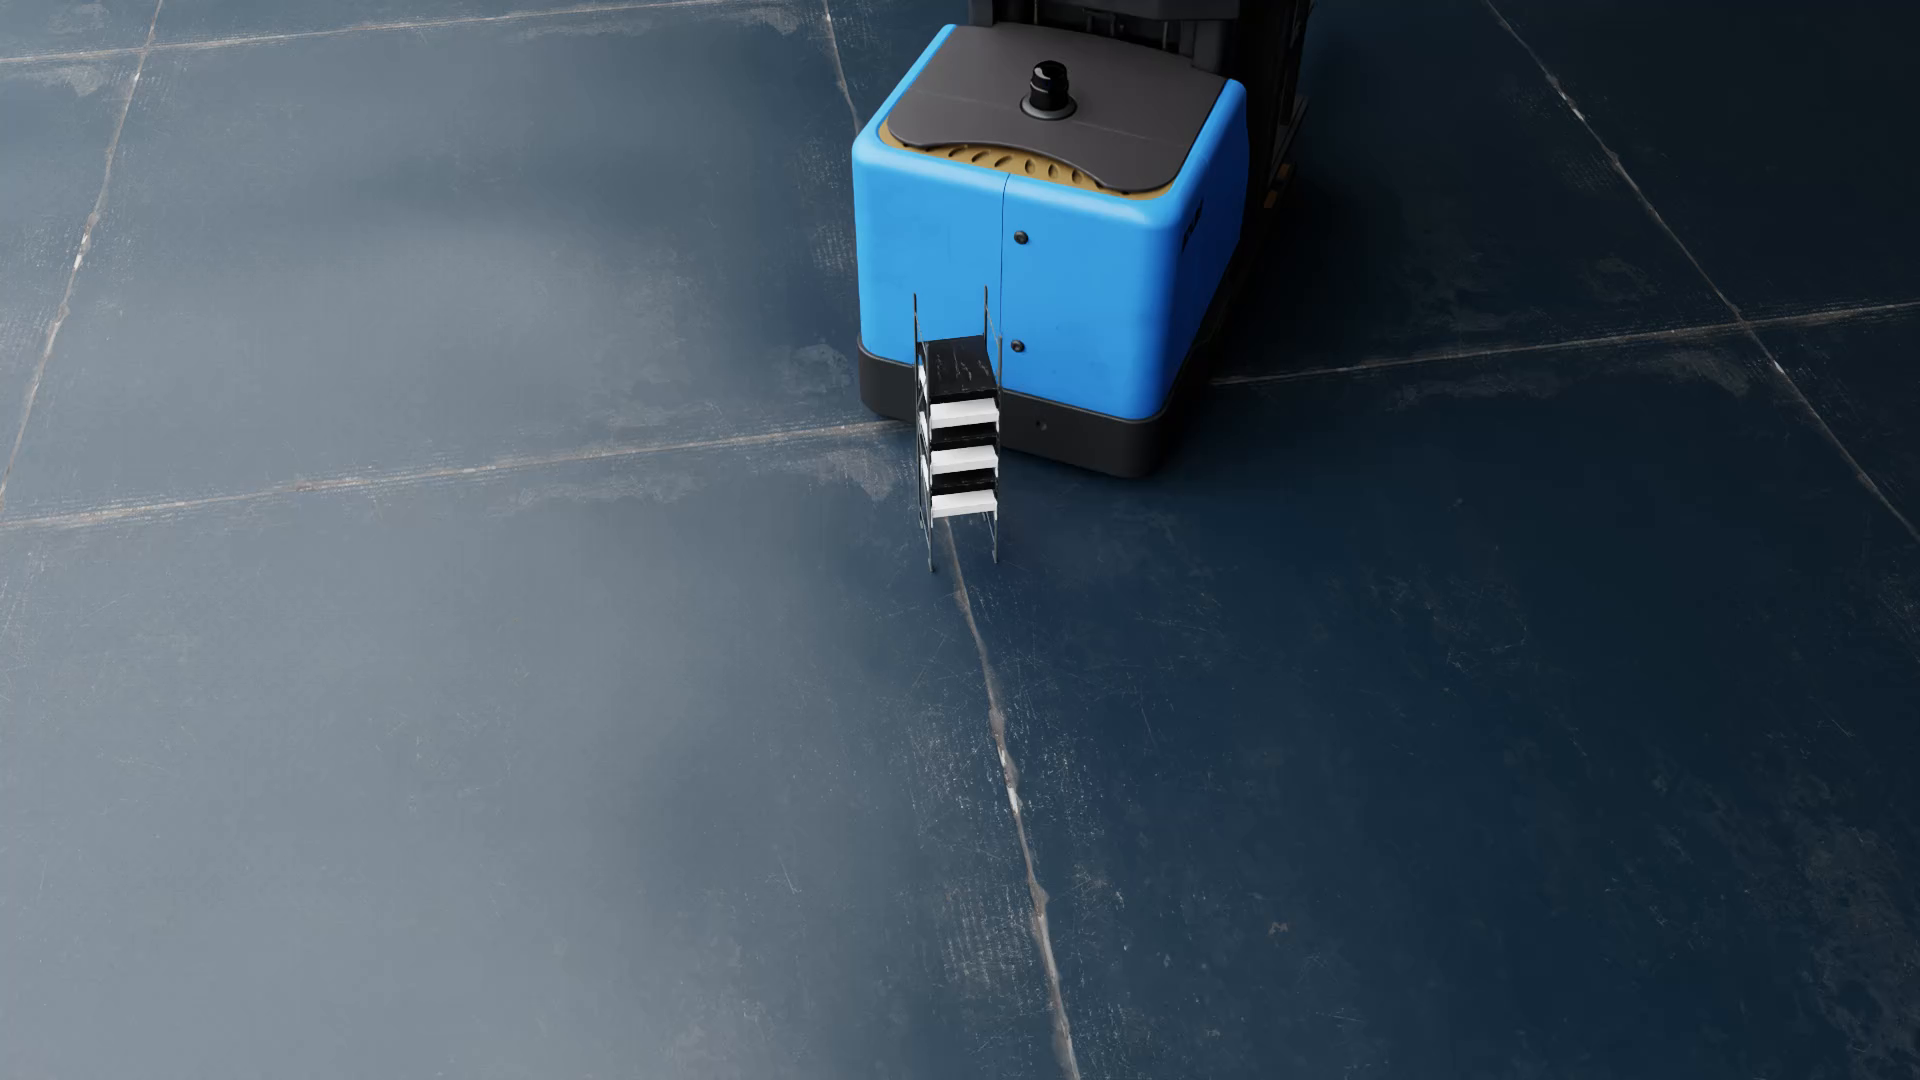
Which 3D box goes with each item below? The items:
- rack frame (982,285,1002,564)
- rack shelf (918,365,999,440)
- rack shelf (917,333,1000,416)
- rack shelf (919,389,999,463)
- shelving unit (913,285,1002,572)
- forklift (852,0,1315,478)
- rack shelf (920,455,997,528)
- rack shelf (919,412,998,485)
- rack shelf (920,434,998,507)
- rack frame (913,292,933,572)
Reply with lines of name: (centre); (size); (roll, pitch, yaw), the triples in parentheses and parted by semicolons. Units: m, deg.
rack frame: (0.092, -0.324, 4.937); (0.006, 0.900, 0.240); (-7, 46, -7)
rack shelf: (-0.008, -0.413, 4.819); (0.200, 0.077, 0.258); (-7, 46, -7)
rack shelf: (-0.008, -0.475, 4.755); (0.200, 0.077, 0.258); (-7, 46, -7)
rack shelf: (-0.008, -0.351, 4.884); (0.200, 0.077, 0.258); (-7, 46, -7)
shelving unit: (-0.008, -0.311, 4.925); (0.210, 0.900, 0.258); (-7, 46, -7)
forklift: (0.670, -2.295, 5.426); (1.130, 2.935, 3.031); (16, 48, 15)
rack shelf: (-0.008, -0.163, 5.079); (0.200, 0.077, 0.258); (-7, 46, -7)
rack shelf: (-0.008, -0.288, 4.949); (0.200, 0.077, 0.258); (-7, 46, -7)
rack shelf: (-0.008, -0.226, 5.014); (0.200, 0.077, 0.258); (-7, 46, -7)
rack frame: (-0.108, -0.299, 4.913); (0.006, 0.900, 0.240); (-7, 46, -7)
